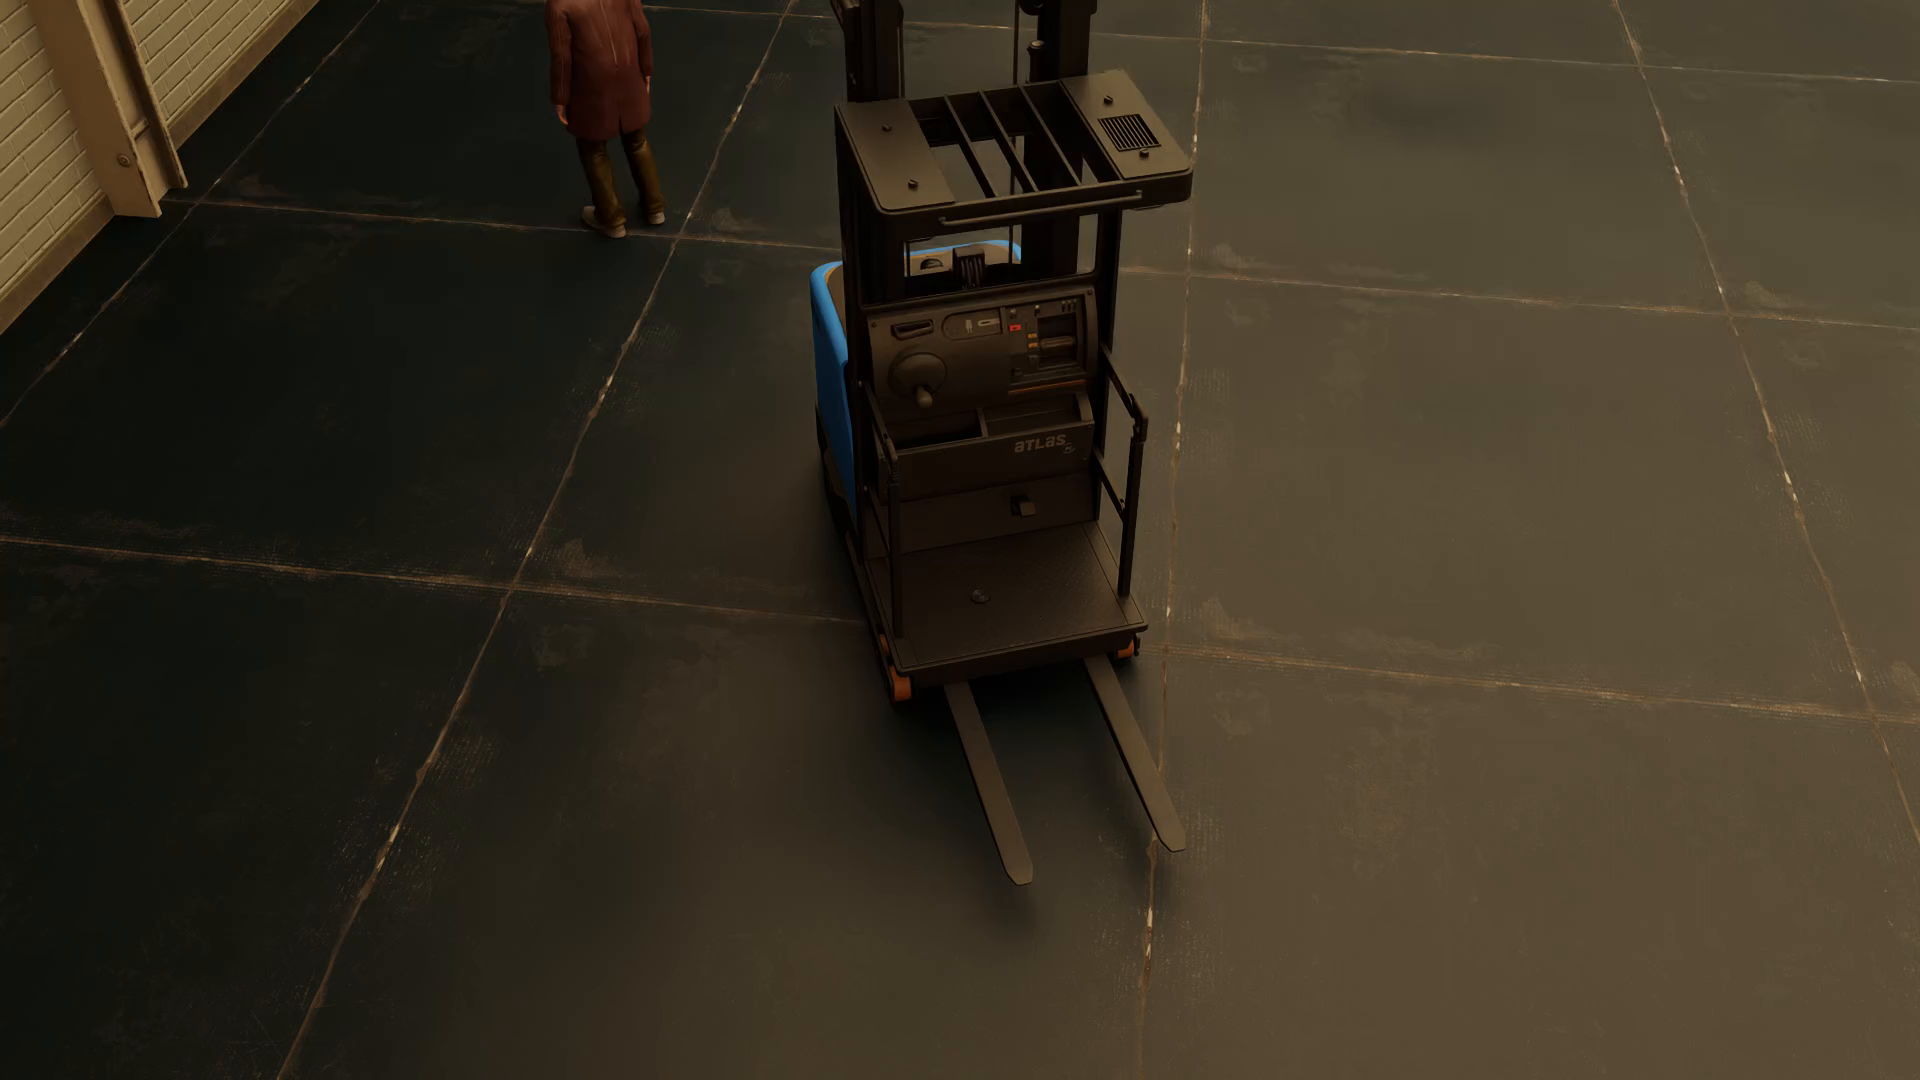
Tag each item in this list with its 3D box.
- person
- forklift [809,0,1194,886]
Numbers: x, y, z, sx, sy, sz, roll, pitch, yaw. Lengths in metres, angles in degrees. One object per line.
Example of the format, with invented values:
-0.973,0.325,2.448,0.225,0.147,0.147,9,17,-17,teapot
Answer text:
-2.012,-2.552,9.359,0.644,1.772,0.436,-27,49,-26,person
0.153,-0.681,6.465,1.130,2.935,3.031,-10,44,-11,forklift
